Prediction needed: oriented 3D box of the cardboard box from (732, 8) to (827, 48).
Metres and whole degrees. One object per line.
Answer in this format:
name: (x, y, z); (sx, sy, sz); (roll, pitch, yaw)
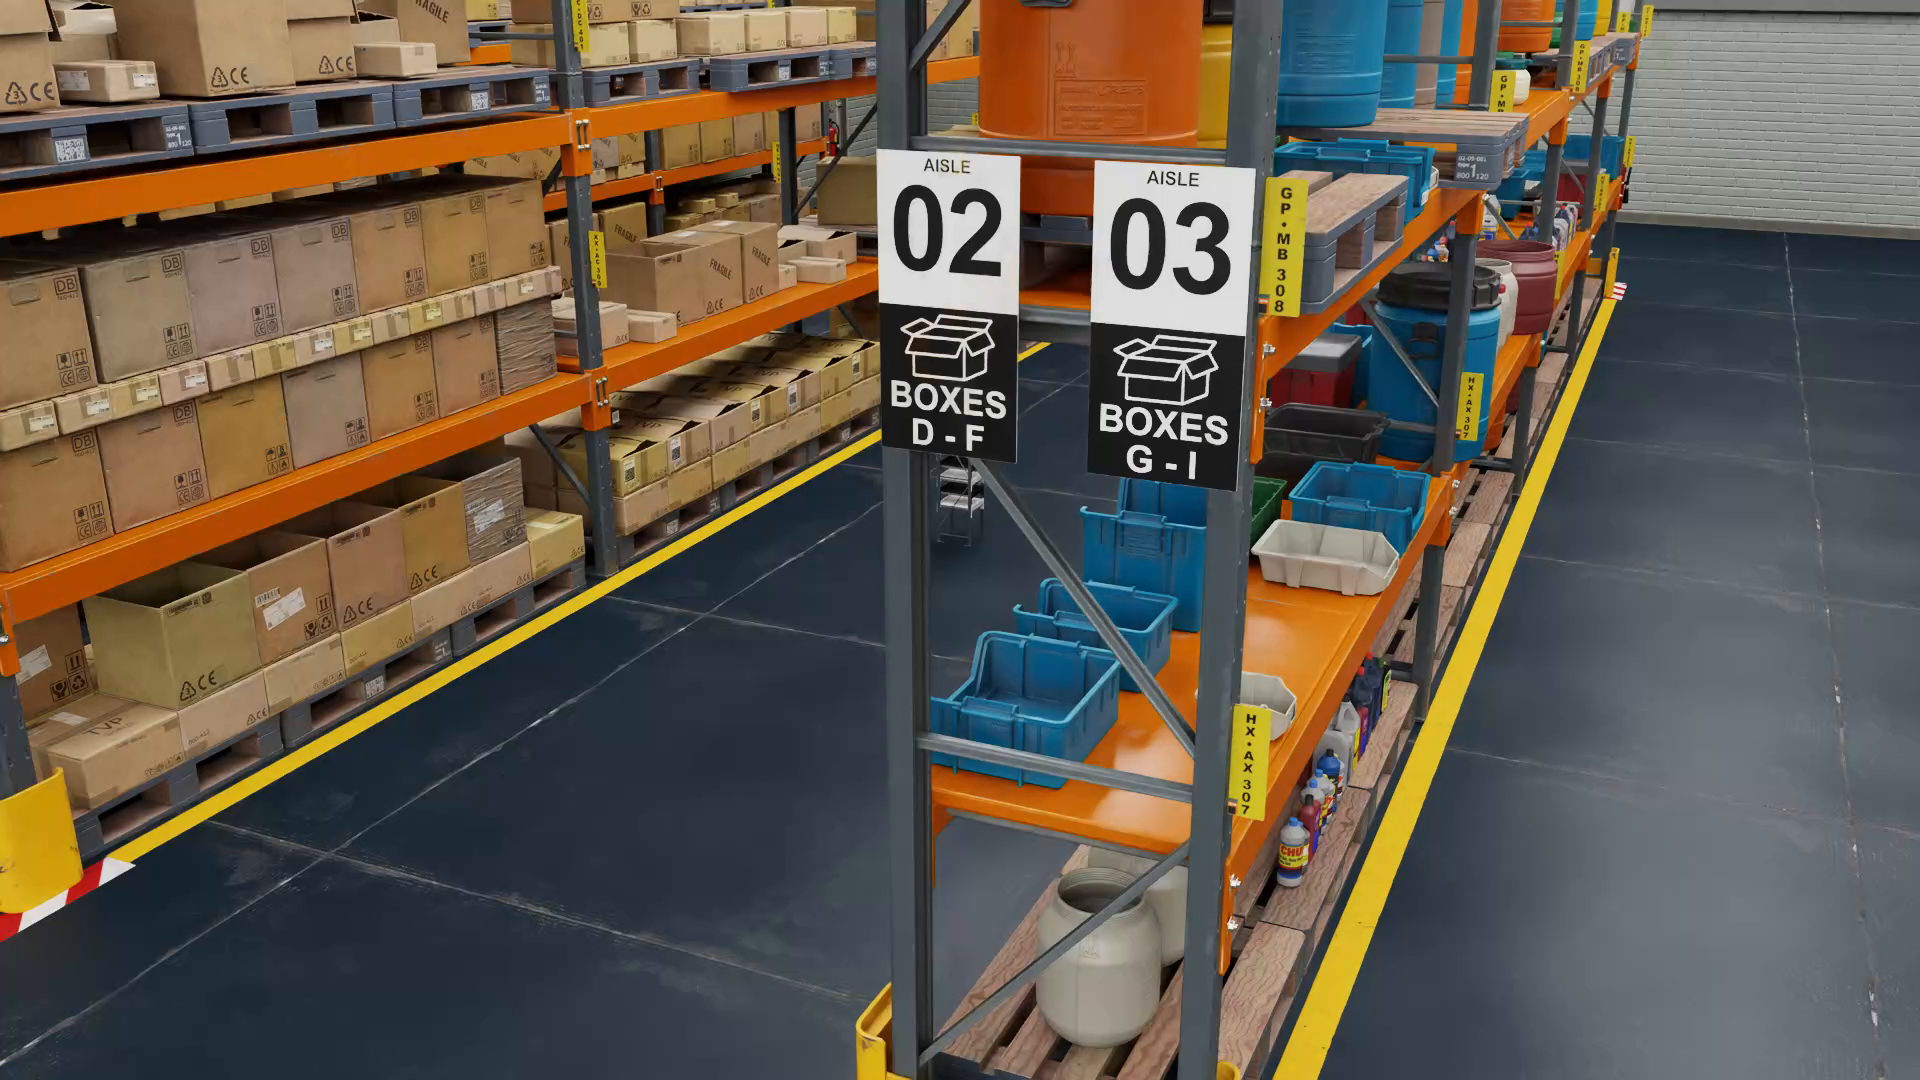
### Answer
cardboard box: (-1.306, -3.713, 12.052); (0.500, 0.250, 0.500); (9, 22, 24)

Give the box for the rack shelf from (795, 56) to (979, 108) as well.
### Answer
rack shelf: (-0.154, -4.167, 14.806); (1.077, 0.370, 4.000); (9, 21, 23)

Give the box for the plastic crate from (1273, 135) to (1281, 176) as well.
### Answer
plastic crate: (1.012, -1.446, 6.398); (0.336, 0.188, 0.450); (9, 21, 23)

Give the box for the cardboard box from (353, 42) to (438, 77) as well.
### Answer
cardboard box: (-2.856, -2.411, 8.334); (0.380, 0.149, 0.250); (9, 21, 23)

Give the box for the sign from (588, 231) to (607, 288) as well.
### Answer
sign: (-2.104, -1.628, 9.660); (0.100, 0.325, 0.005); (9, 21, 23)

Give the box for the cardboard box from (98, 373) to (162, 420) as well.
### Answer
cardboard box: (-3.683, -0.636, 7.163); (0.380, 0.149, 0.250); (9, 21, 23)

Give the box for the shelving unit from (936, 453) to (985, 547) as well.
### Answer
shelving unit: (0.003, -0.426, 10.825); (0.258, 0.900, 0.210); (9, 21, 23)

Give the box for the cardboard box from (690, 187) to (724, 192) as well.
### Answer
cardboard box: (-3.166, -4.304, 20.730); (0.380, 0.149, 0.250); (8, 21, 22)

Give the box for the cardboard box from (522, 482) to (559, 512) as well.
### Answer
cardboard box: (-2.706, -0.327, 10.889); (0.500, 0.250, 0.500); (8, 21, 22)

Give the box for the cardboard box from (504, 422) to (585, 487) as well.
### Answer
cardboard box: (-2.707, -0.588, 10.786); (0.500, 0.311, 0.500); (9, 21, 23)

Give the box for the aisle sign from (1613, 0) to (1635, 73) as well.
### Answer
aisle sign: (7.117, -5.453, 17.944); (0.394, 0.787, 0.004); (9, 21, 23)

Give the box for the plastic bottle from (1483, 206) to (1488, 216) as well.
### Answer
plastic bottle: (4.495, -2.764, 14.448); (0.152, 0.276, 0.135); (9, 21, 23)

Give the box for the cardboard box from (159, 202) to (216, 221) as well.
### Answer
cardboard box: (-6.416, -2.718, 13.328); (0.700, 0.500, 0.500); (12, 23, 30)

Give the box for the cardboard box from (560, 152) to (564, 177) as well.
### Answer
cardboard box: (-4.228, -4.094, 17.380); (0.500, 0.500, 0.500); (9, 21, 23)

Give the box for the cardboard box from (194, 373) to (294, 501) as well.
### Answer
cardboard box: (-3.627, -0.536, 7.850); (0.700, 0.500, 0.500); (9, 21, 23)

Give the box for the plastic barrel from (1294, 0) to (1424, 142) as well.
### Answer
plastic barrel: (1.917, -2.412, 8.051); (0.600, 0.901, 0.708); (9, 21, 23)

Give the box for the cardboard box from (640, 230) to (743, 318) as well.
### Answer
cardboard box: (-1.861, -1.852, 11.551); (0.500, 0.500, 0.500); (9, 21, 23)

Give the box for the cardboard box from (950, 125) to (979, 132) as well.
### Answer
cardboard box: (0.267, -3.835, 16.499); (0.700, 0.500, 0.500); (2, 20, 4)

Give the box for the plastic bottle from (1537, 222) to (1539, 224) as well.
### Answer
plastic bottle: (4.838, -2.543, 13.836); (0.097, 0.271, 0.097); (0, 20, 0)

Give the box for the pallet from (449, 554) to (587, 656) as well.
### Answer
pallet: (-2.975, 0.293, 9.830); (1.003, 0.211, 1.213); (9, 21, 23)

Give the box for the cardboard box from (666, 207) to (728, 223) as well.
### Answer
cardboard box: (-3.247, -3.770, 20.198); (0.700, 0.500, 0.500); (8, 21, 22)

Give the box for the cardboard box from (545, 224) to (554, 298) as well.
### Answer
cardboard box: (-4.709, -2.818, 16.999); (0.750, 0.750, 0.750); (8, 21, 22)

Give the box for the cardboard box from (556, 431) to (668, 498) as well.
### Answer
cardboard box: (-2.215, -0.517, 10.586); (0.500, 0.311, 0.500); (9, 21, 23)

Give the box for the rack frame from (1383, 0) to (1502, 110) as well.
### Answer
rack frame: (1.906, -3.404, 7.111); (1.000, 3.000, 0.127); (9, 21, 23)

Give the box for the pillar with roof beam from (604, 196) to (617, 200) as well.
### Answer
pillar with roof beam: (-0.431, -6.951, 17.085); (9.100, 9.000, 0.400); (9, 21, 23)

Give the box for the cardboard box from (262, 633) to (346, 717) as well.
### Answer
cardboard box: (-3.420, 0.622, 8.219); (0.500, 0.250, 0.500); (9, 21, 23)

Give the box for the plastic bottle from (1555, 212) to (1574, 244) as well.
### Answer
plastic bottle: (5.166, -2.688, 14.236); (0.152, 0.276, 0.135); (9, 21, 23)

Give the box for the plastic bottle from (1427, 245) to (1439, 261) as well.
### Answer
plastic bottle: (3.559, -2.085, 12.546); (0.097, 0.271, 0.097); (0, 20, 0)

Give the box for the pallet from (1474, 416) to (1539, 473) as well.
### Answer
pallet: (3.829, -0.733, 12.716); (1.003, 0.211, 1.213); (9, 21, 23)

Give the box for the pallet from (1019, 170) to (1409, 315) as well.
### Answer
pallet: (0.696, -0.919, 4.880); (1.003, 0.211, 1.213); (9, 21, 23)

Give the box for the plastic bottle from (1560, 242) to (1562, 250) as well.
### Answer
plastic bottle: (4.787, -2.348, 13.390); (0.097, 0.201, 0.097); (0, 20, 0)

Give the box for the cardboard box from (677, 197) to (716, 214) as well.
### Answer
cardboard box: (-3.149, -4.002, 19.882); (0.380, 0.149, 0.250); (9, 22, 25)

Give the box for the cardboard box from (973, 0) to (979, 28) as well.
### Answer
cardboard box: (-0.152, -4.857, 14.749); (0.600, 0.600, 0.600); (8, 21, 21)

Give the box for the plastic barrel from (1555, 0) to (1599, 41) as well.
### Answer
plastic barrel: (4.623, -4.328, 12.810); (0.600, 0.901, 0.708); (9, 21, 23)

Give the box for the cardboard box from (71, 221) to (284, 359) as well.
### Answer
cardboard box: (-3.608, -1.167, 7.688); (0.700, 0.500, 0.500); (9, 21, 23)

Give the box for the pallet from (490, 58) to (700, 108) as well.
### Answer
pallet: (-2.262, -2.853, 10.323); (0.805, 0.209, 1.217); (8, 21, 21)

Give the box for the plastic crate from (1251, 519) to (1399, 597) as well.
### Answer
plastic crate: (1.473, 0.078, 6.667); (0.530, 0.136, 0.437); (9, 21, 23)

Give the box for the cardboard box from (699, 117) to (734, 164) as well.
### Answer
cardboard box: (-3.315, -4.910, 19.850); (0.980, 0.700, 0.700); (8, 21, 21)

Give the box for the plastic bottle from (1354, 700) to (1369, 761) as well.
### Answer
plastic bottle: (1.798, 0.846, 7.512); (0.061, 0.283, 0.133); (10, 22, 26)

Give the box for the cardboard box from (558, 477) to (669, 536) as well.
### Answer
cardboard box: (-2.220, -0.250, 10.672); (0.500, 0.250, 0.500); (8, 21, 21)

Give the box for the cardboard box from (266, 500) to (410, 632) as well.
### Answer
cardboard box: (-3.210, 0.117, 8.521); (0.500, 0.500, 0.500); (9, 21, 23)

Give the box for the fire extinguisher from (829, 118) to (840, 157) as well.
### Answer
fire extinguisher: (-1.735, -5.376, 22.281); (0.296, 0.674, 0.183); (9, 21, 23)

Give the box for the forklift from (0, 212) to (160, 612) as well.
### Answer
forklift: (-5.093, -1.331, 10.337); (1.130, 2.935, 3.031); (8, 21, 22)

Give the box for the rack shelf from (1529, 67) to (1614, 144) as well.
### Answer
rack shelf: (4.363, -3.486, 12.892); (1.077, 0.370, 4.000); (9, 21, 23)

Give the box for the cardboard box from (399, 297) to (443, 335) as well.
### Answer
cardboard box: (-2.945, -1.188, 8.715); (0.380, 0.149, 0.250); (8, 21, 22)

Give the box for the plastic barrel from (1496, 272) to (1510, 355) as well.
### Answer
plastic barrel: (3.145, -1.380, 10.207); (0.421, 0.512, 0.421); (0, 20, 0)

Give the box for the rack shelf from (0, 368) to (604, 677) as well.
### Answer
rack shelf: (-3.430, -0.308, 8.432); (1.077, 0.370, 4.000); (9, 21, 23)

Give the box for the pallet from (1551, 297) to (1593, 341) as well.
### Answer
pallet: (5.946, -2.314, 17.160); (1.003, 0.211, 1.213); (9, 21, 23)

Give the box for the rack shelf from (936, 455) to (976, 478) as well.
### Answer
rack shelf: (0.003, -0.480, 10.806); (0.258, 0.077, 0.200); (9, 21, 23)

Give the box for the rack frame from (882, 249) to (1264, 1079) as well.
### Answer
rack frame: (0.268, 0.645, 4.678); (1.000, 3.000, 0.127); (9, 21, 23)

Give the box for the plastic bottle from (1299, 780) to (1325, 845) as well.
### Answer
plastic bottle: (1.436, 1.107, 6.794); (0.097, 0.271, 0.097); (0, 20, 0)

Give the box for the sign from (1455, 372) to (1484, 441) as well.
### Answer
sign: (2.404, -0.629, 7.848); (0.100, 0.325, 0.005); (9, 21, 23)

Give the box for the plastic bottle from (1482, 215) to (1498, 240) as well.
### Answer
plastic bottle: (4.405, -2.572, 13.908); (0.152, 0.276, 0.135); (9, 21, 23)

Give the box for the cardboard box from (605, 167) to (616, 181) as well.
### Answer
cardboard box: (-3.965, -3.978, 18.023); (0.380, 0.149, 0.250); (9, 22, 24)
